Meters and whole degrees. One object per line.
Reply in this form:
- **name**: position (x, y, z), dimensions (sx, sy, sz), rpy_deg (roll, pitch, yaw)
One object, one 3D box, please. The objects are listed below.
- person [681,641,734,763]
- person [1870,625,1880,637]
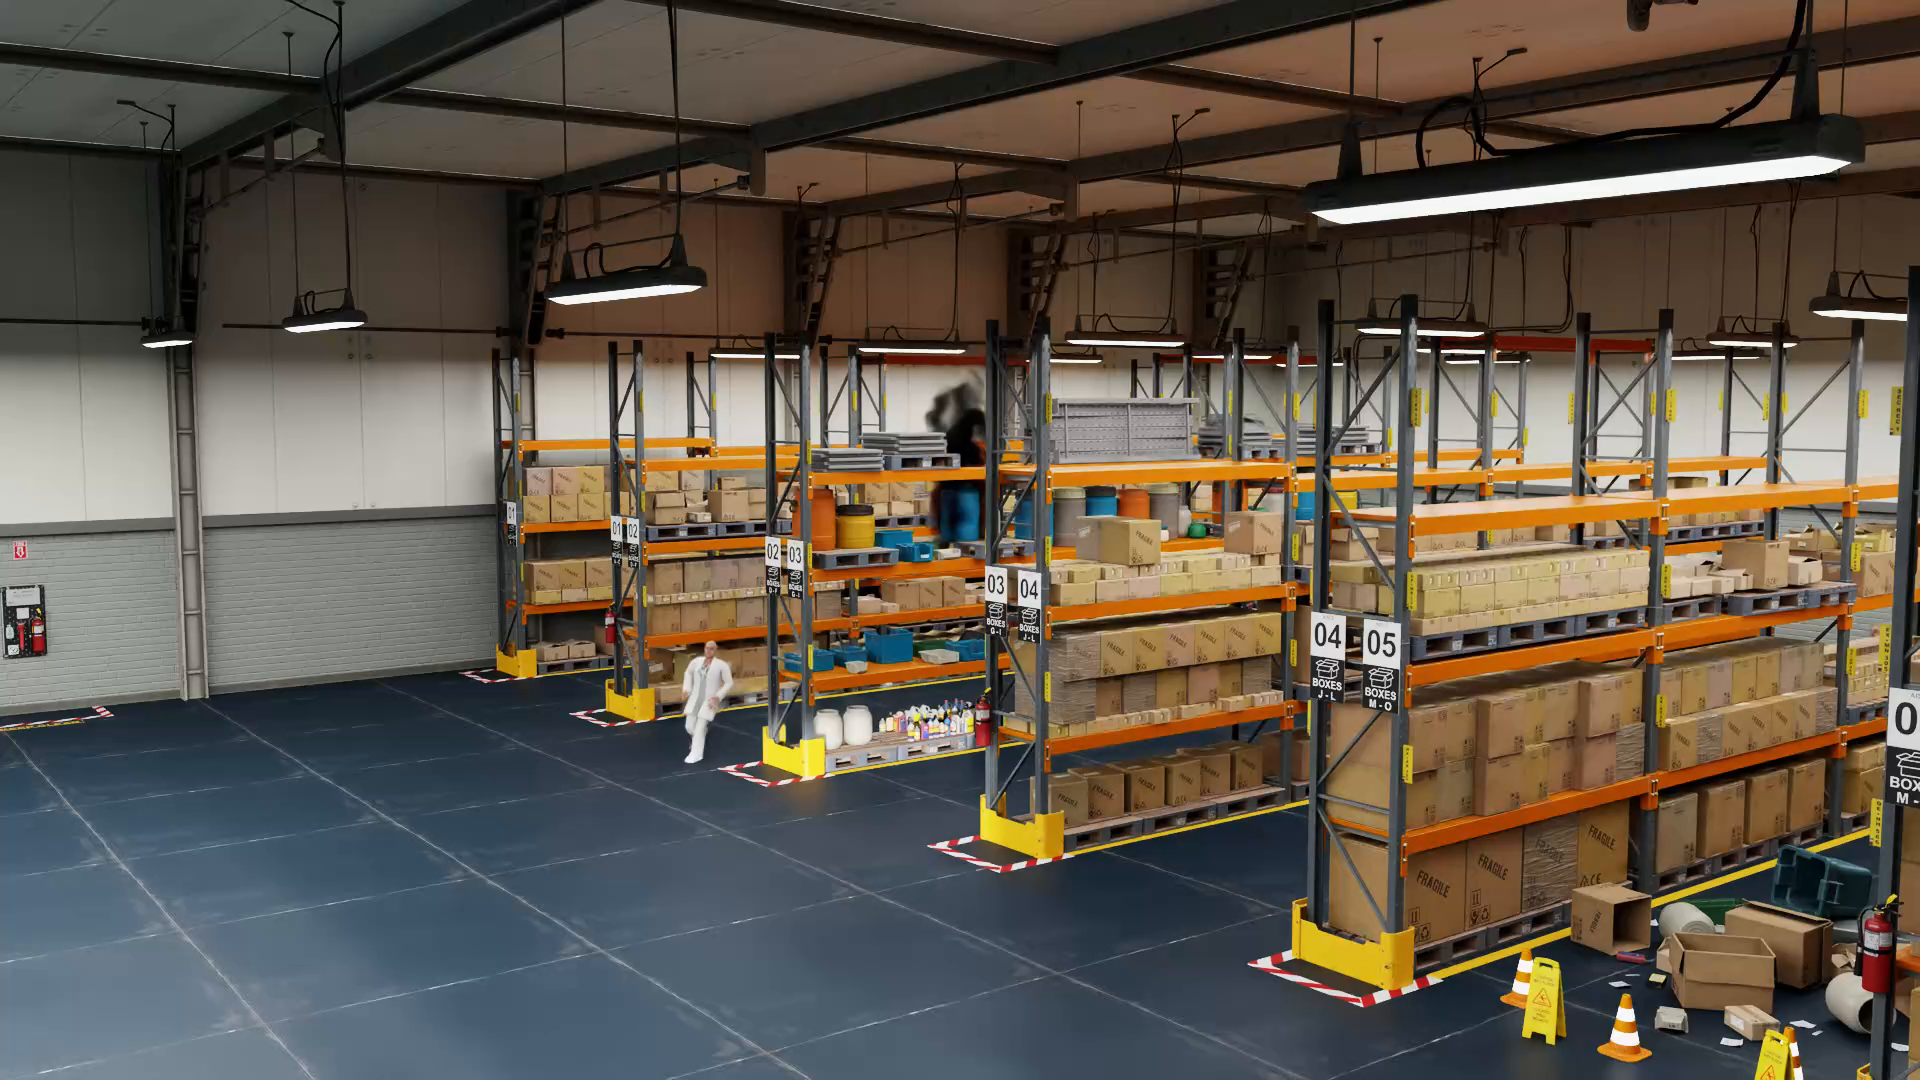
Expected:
- **person**: position (-3.556, 2.302, 23.378), dimensions (0.763, 1.626, 0.593), rpy_deg (1, 5, 13)
- **person**: position (13.661, 2.128, 24.739), dimensions (0.764, 1.737, 0.742), rpy_deg (-2, 6, -26)
